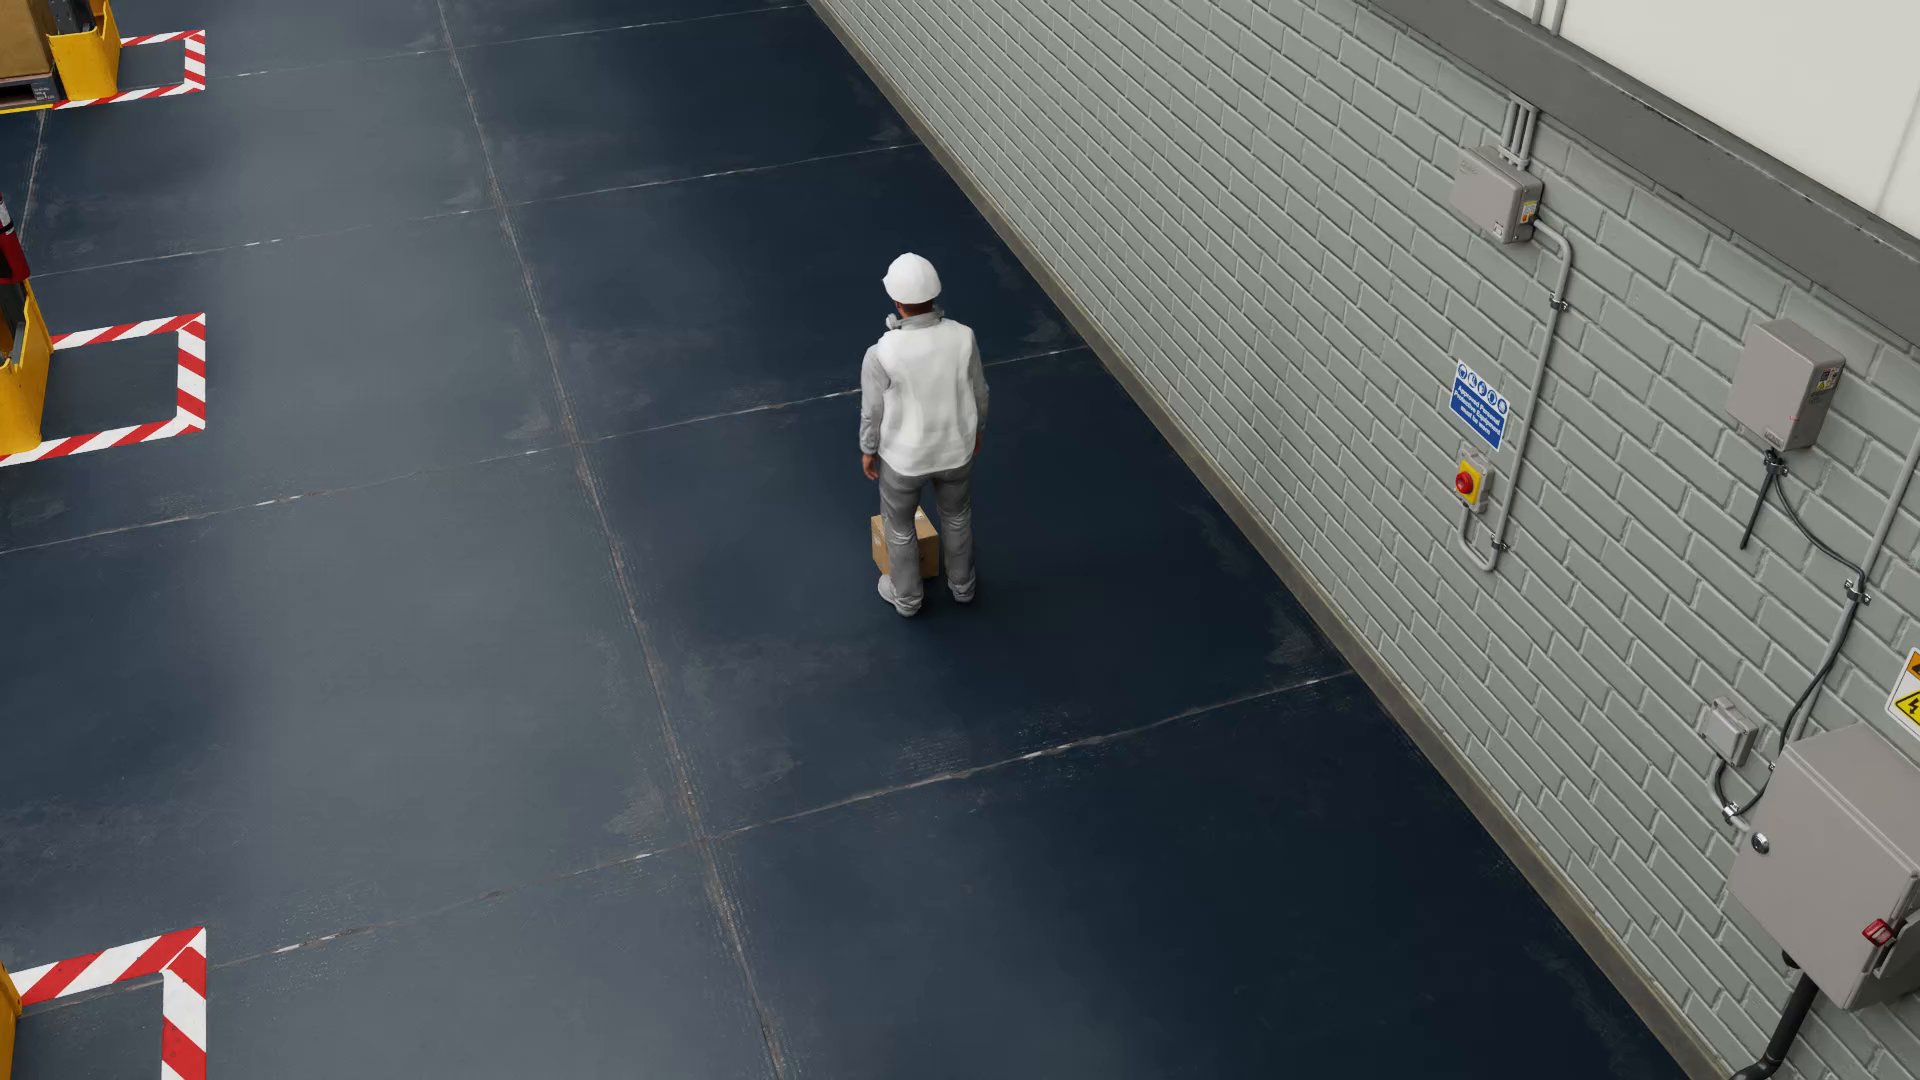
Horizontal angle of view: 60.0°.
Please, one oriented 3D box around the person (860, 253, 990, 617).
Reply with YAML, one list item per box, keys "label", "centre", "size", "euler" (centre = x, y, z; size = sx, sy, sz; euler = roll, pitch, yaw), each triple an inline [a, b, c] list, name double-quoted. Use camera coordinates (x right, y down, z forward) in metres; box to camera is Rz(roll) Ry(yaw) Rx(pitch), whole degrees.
- label: "person"
  centre: [-0.159, -0.428, 7.321]
  size: [0.580, 1.771, 0.463]
  euler: [-12, 39, -16]
